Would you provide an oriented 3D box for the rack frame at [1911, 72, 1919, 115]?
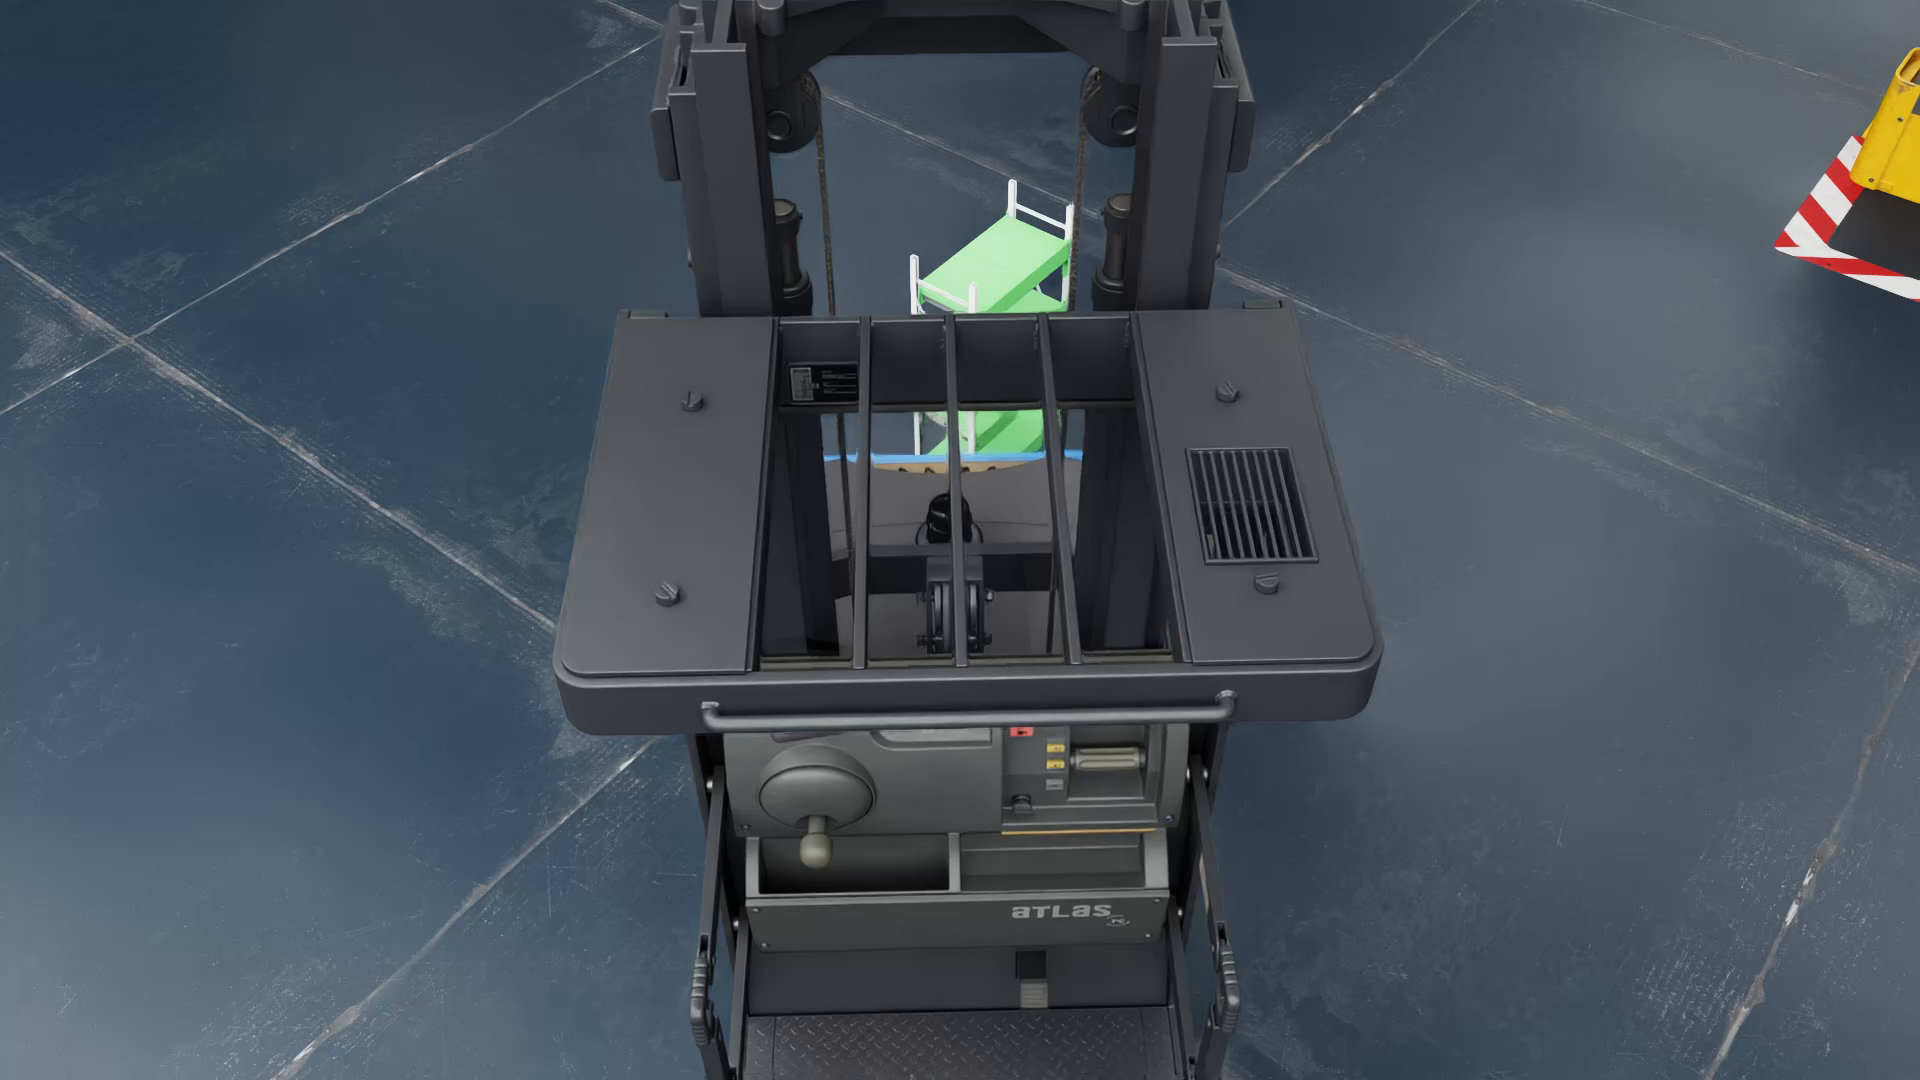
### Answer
[{"bbox_3d":[4.380,-2.402,5.970,1.000,3.000,0.127,29,53,25],"label":"rack frame"}]

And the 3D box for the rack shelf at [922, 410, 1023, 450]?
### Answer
[{"bbox_3d":[0.101,-0.465,5.453,0.258,0.148,0.480,29,53,25],"label":"rack shelf"}]

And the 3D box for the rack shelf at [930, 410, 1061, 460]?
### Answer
[{"bbox_3d":[0.101,-0.299,5.626,0.258,0.148,0.480,29,53,25],"label":"rack shelf"}]

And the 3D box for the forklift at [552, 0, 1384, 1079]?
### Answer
[{"bbox_3d":[0.002,0.552,3.195,1.130,2.935,3.031,-1,46,-1],"label":"forklift"}]

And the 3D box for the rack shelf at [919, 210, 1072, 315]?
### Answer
[{"bbox_3d":[0.101,-0.797,5.106,0.258,0.148,0.480,29,53,25],"label":"rack shelf"}]

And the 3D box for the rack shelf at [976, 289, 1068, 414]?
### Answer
[{"bbox_3d":[0.101,-0.631,5.279,0.258,0.148,0.480,29,53,25],"label":"rack shelf"}]

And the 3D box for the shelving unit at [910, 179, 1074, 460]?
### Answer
[{"bbox_3d":[0.101,-0.509,5.407,0.258,1.200,0.503,29,53,25],"label":"shelving unit"}]

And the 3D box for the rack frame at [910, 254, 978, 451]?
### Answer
[{"bbox_3d":[-0.048,-0.370,5.273,0.240,1.200,0.015,29,53,25],"label":"rack frame"}]

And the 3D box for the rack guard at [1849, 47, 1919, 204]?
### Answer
[{"bbox_3d":[4.427,-1.582,6.916,1.175,0.500,0.348,29,53,25],"label":"rack guard"}]

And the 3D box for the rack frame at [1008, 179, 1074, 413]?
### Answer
[{"bbox_3d":[0.250,-0.649,5.540,0.240,1.200,0.015,29,53,25],"label":"rack frame"}]
